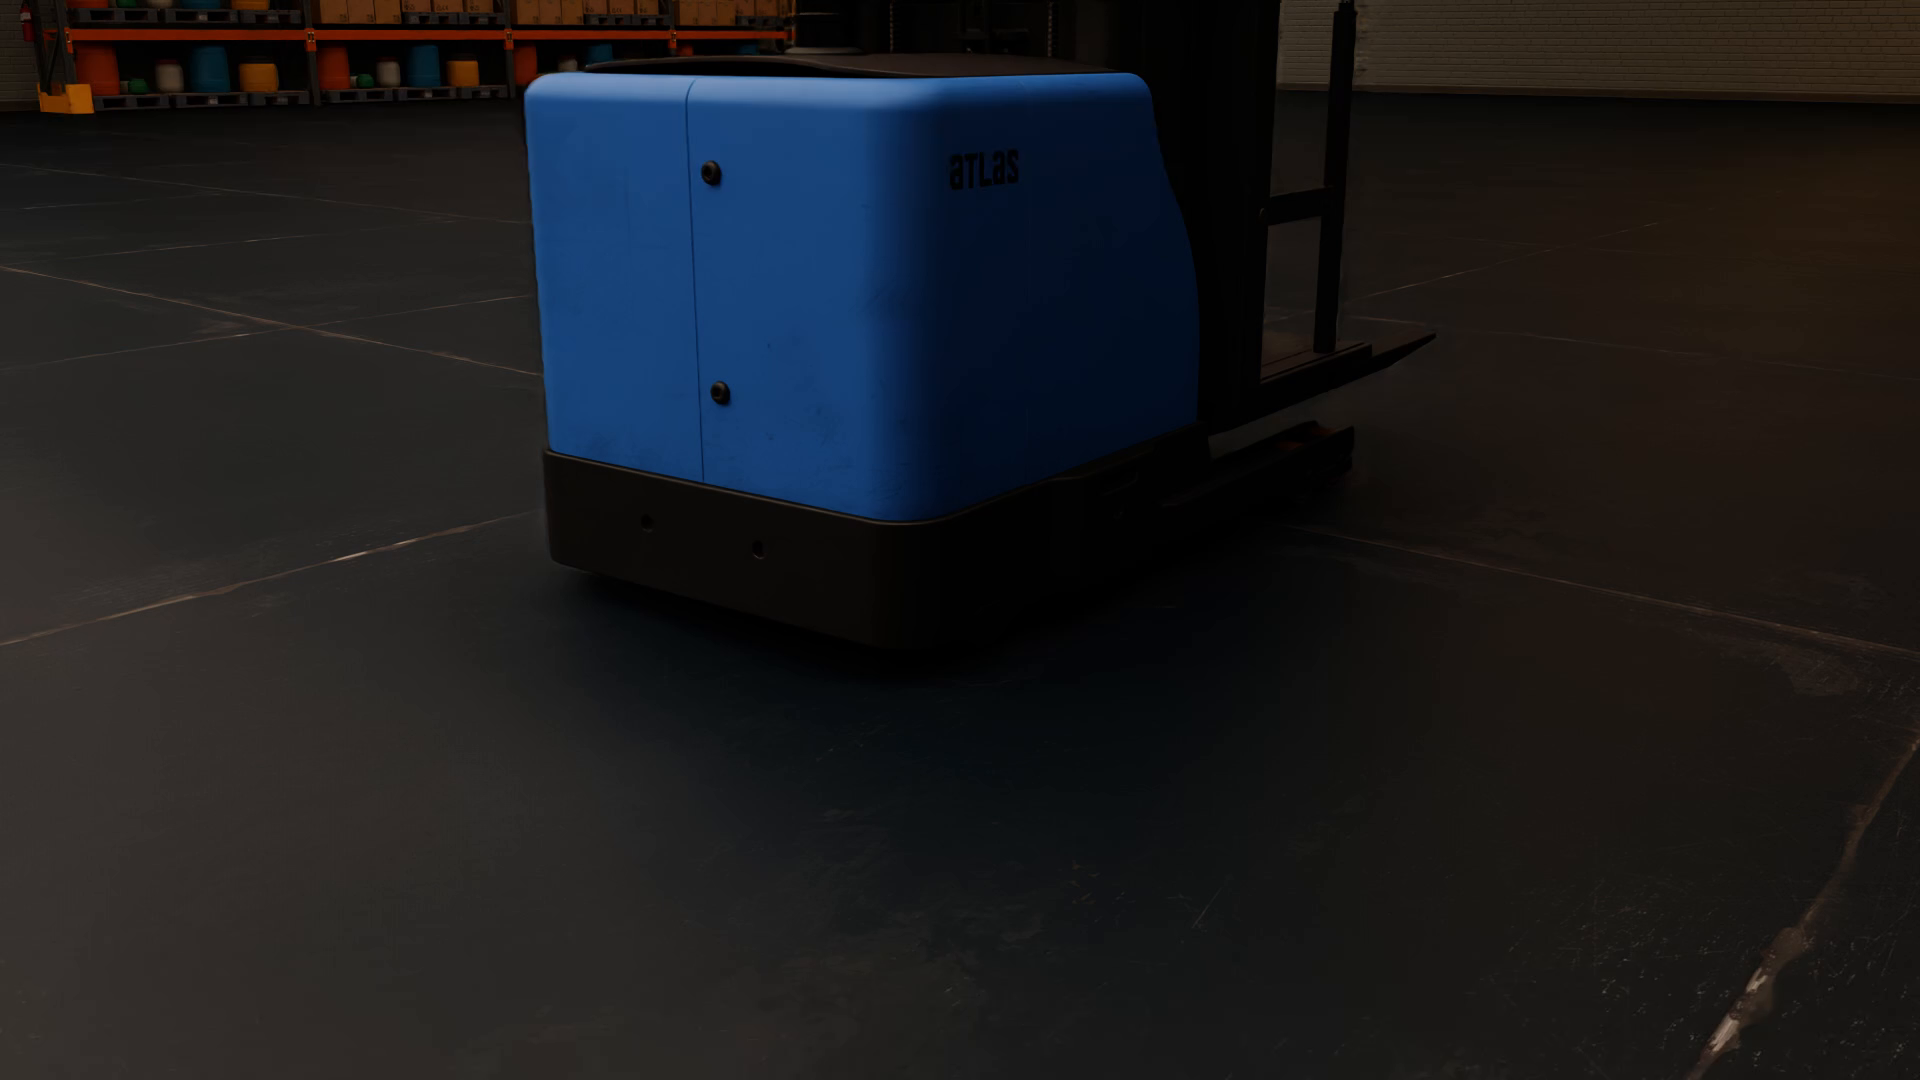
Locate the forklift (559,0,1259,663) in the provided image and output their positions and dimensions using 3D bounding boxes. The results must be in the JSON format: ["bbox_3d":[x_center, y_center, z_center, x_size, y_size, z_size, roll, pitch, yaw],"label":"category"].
[{"bbox_3d":[0.182,-1.571,4.072,1.130,2.935,3.031,5,18,17],"label":"forklift"}]
